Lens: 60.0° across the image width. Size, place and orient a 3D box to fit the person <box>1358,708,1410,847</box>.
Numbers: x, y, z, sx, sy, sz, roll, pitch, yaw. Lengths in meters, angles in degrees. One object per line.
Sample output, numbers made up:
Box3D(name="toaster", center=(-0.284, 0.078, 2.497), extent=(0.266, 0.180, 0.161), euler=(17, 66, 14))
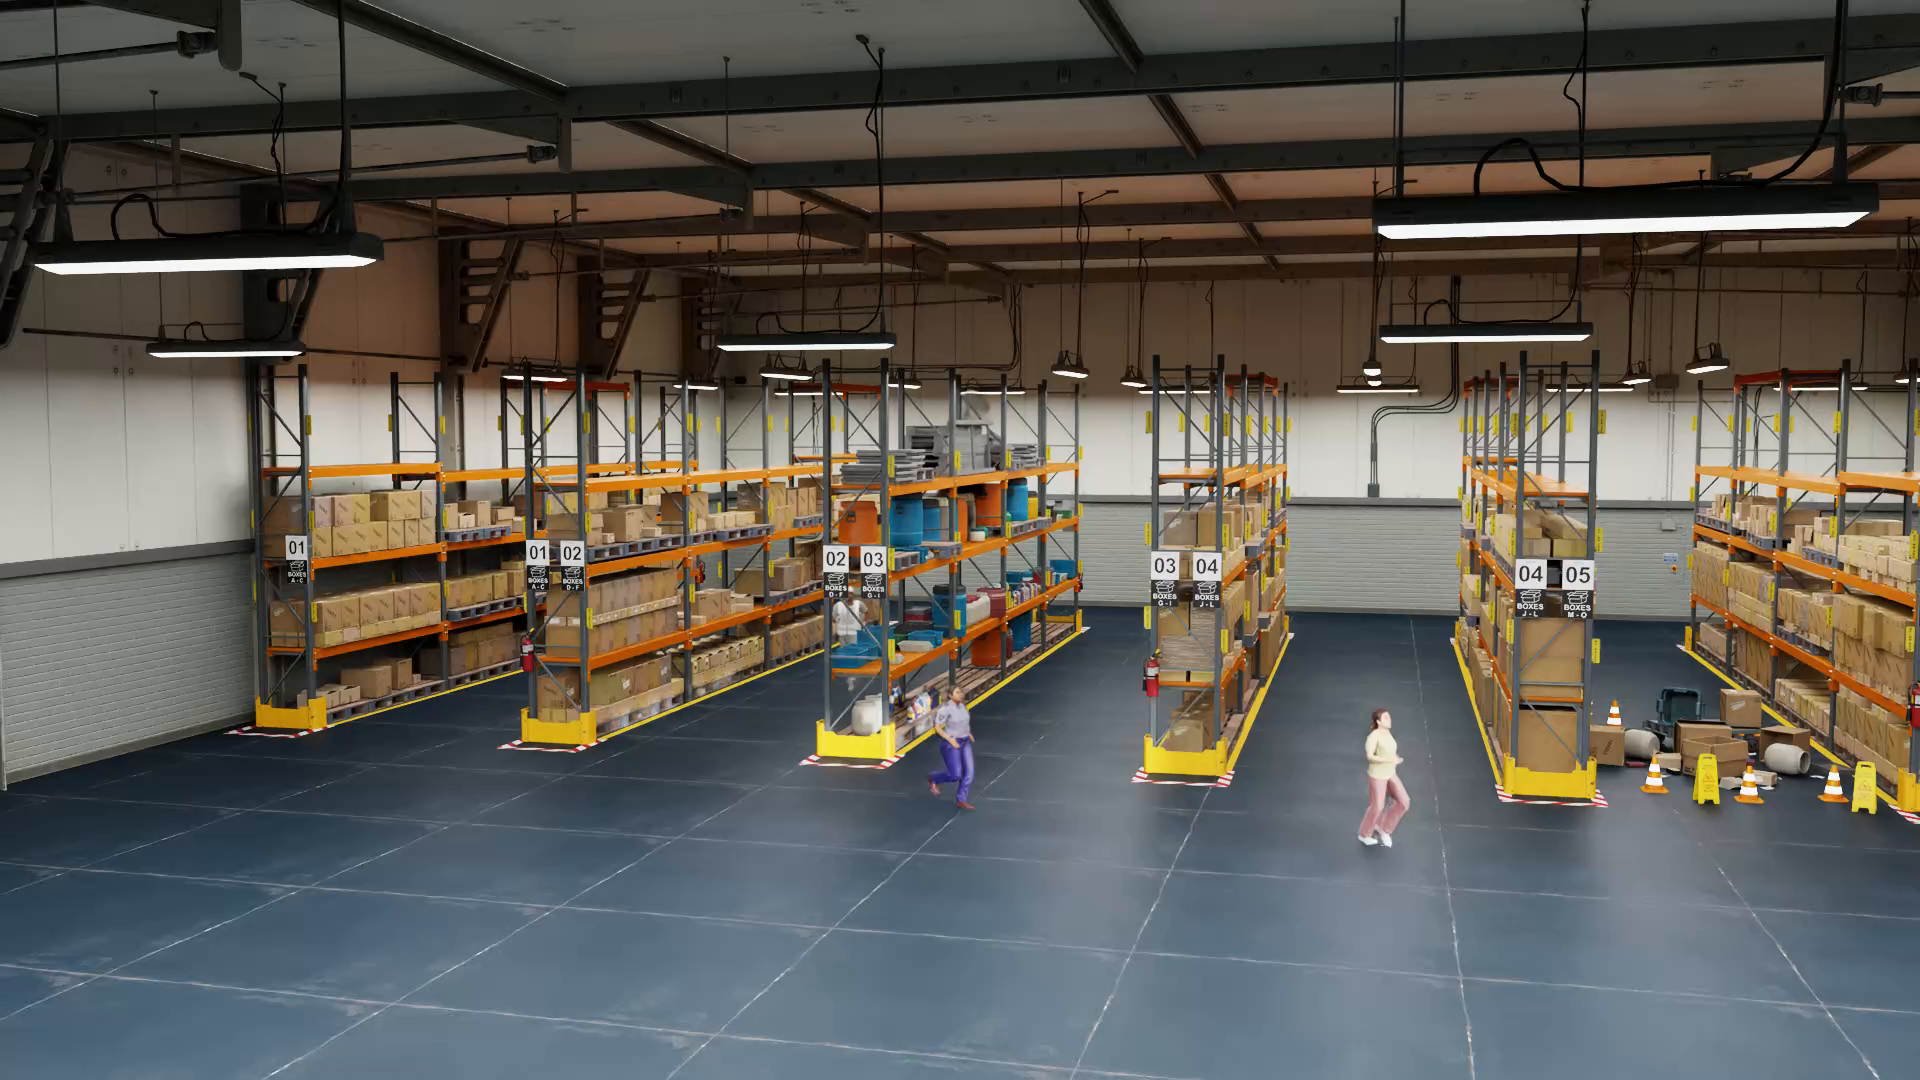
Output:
Box3D(name="person", center=(4.988, 2.810, 19.633), extent=(0.612, 1.669, 0.638), euler=(-3, 5, -41))

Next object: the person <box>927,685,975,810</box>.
Box3D(name="person", center=(-0.087, 2.704, 21.844), extent=(0.676, 1.623, 0.617), euler=(3, 5, 40))

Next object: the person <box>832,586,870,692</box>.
Box3D(name="person", center=(-2.003, 1.752, 29.906), extent=(0.664, 1.863, 0.739), euler=(1, 4, 9))
